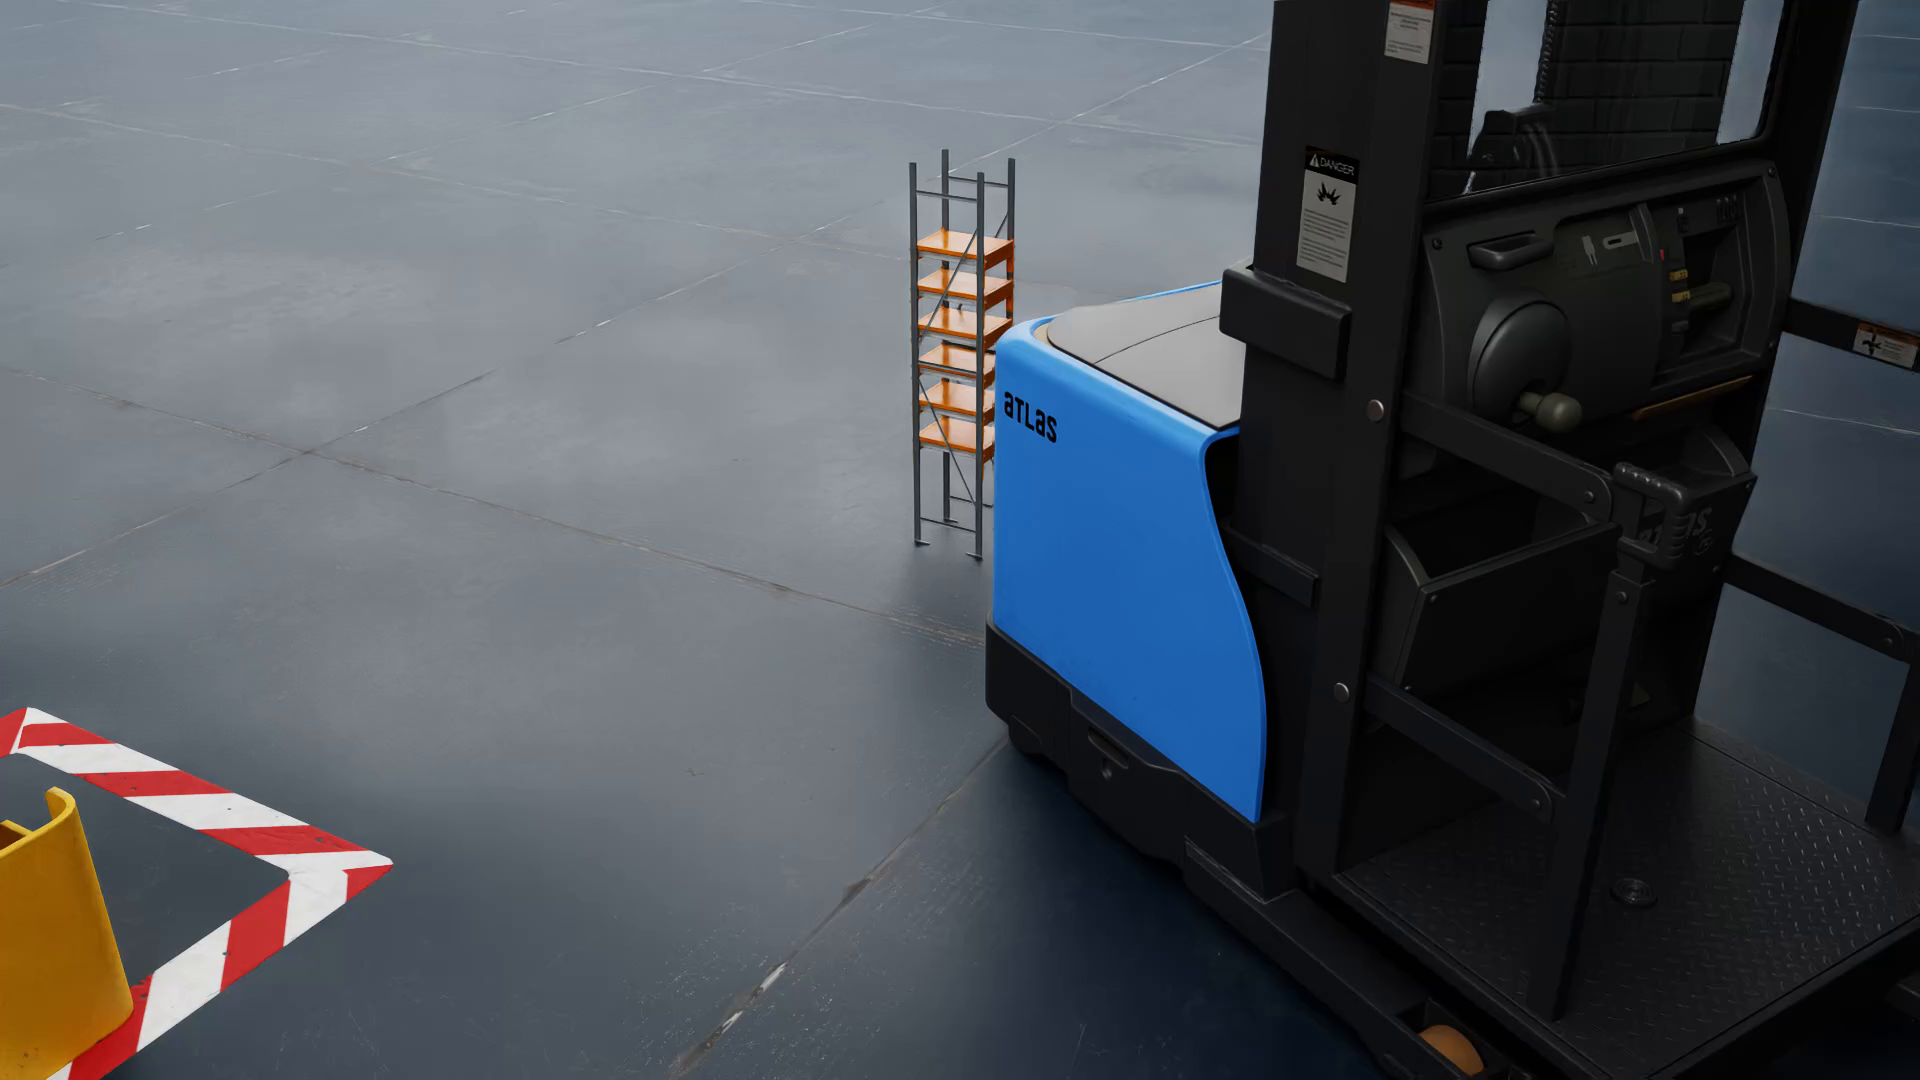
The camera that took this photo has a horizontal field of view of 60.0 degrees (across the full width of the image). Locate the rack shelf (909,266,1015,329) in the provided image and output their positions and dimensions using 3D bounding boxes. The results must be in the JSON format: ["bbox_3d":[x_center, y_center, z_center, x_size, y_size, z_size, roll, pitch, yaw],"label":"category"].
[{"bbox_3d":[0.007,-0.717,4.905,0.258,0.103,0.180,14,30,26],"label":"rack shelf"}]

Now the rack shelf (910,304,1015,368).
[{"bbox_3d":[0.007,-0.610,4.959,0.258,0.103,0.180,14,30,26],"label":"rack shelf"}]

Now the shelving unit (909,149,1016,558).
[{"bbox_3d":[0.007,-0.542,4.993,0.258,1.200,0.189,14,30,26],"label":"shelving unit"}]

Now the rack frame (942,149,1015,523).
[{"bbox_3d":[0.052,-0.578,5.064,0.240,1.200,0.006,14,30,26],"label":"rack frame"}]

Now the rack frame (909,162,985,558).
[{"bbox_3d":[-0.038,-0.507,4.921,0.240,1.200,0.006,14,30,26],"label":"rack frame"}]

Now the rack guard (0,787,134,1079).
[{"bbox_3d":[-2.235,0.660,3.374,1.175,0.500,0.348,14,30,26],"label":"rack guard"}]

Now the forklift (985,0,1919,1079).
[{"bbox_3d":[1.274,-0.402,2.778,1.130,2.935,3.031,-16,31,-28],"label":"forklift"}]

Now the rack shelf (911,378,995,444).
[{"bbox_3d":[0.007,-0.395,5.066,0.258,0.103,0.180,14,30,26],"label":"rack shelf"}]

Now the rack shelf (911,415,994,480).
[{"bbox_3d":[0.007,-0.288,5.120,0.258,0.103,0.180,14,30,26],"label":"rack shelf"}]

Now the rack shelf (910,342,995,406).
[{"bbox_3d":[0.007,-0.502,5.013,0.258,0.103,0.180,14,30,26],"label":"rack shelf"}]

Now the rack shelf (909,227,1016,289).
[{"bbox_3d":[0.007,-0.824,4.851,0.258,0.103,0.180,14,30,26],"label":"rack shelf"}]
